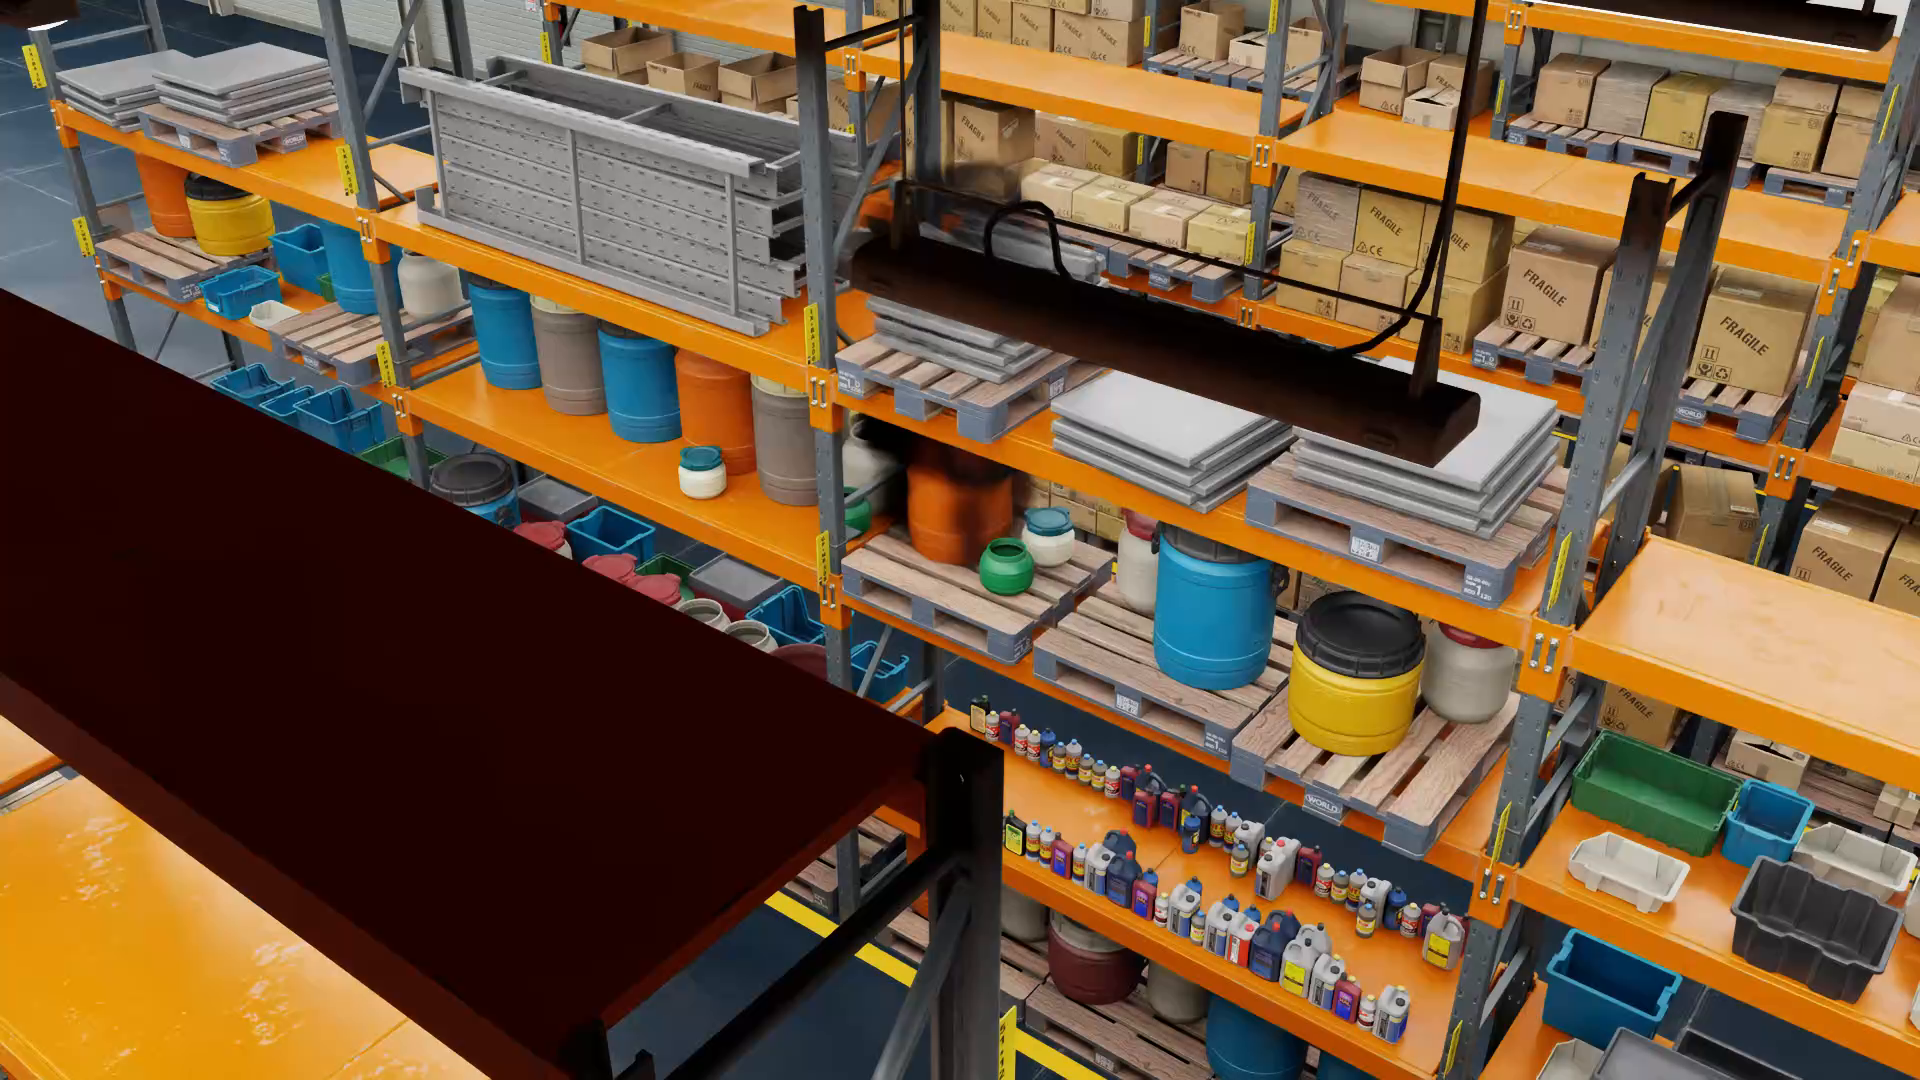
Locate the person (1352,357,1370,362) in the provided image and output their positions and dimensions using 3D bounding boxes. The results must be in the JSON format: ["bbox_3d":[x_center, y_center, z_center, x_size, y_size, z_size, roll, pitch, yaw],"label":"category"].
[{"bbox_3d":[3.906,-0.950,15.344,0.944,1.566,0.725,10,33,15],"label":"person"}]
